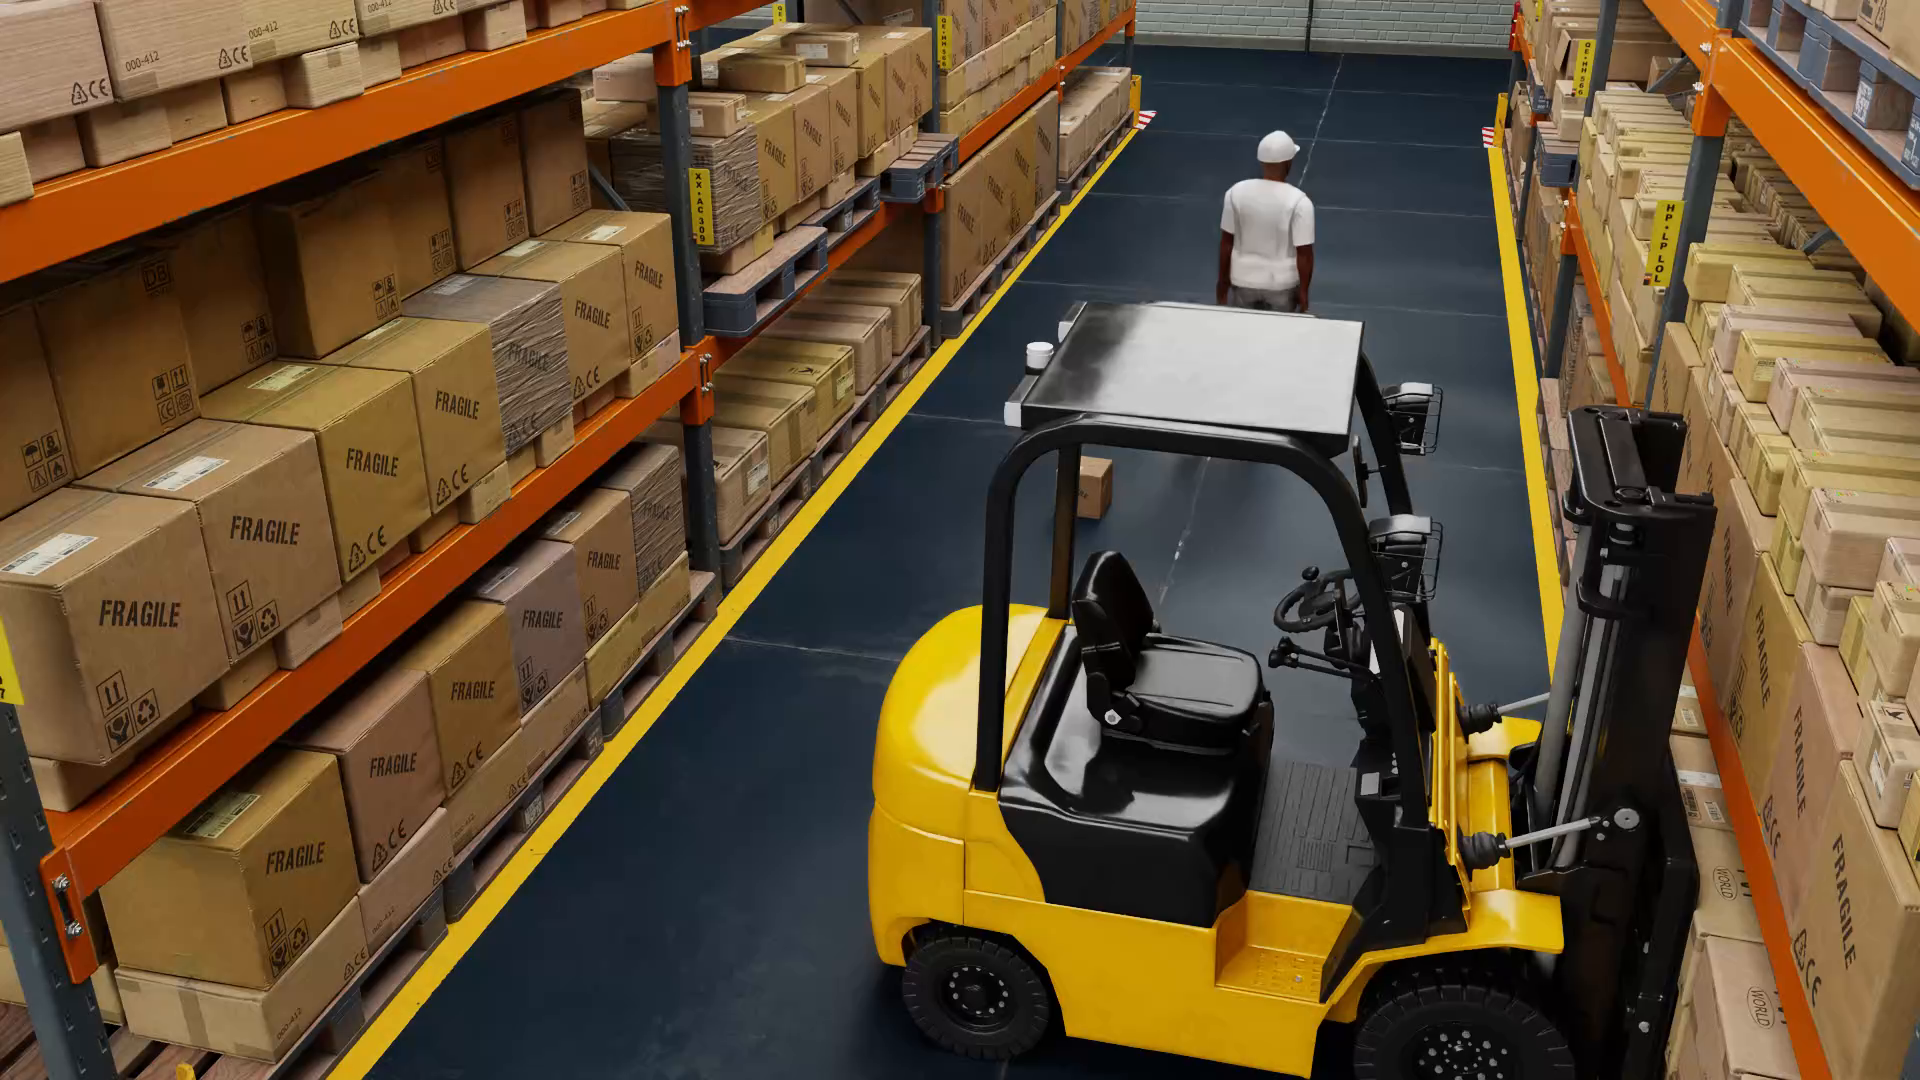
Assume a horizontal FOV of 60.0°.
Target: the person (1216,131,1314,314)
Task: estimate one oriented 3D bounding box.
[{"bbox_3d":[1.776,-1.809,9.571,0.587,1.083,0.337,14,29,28],"label":"person"}]
